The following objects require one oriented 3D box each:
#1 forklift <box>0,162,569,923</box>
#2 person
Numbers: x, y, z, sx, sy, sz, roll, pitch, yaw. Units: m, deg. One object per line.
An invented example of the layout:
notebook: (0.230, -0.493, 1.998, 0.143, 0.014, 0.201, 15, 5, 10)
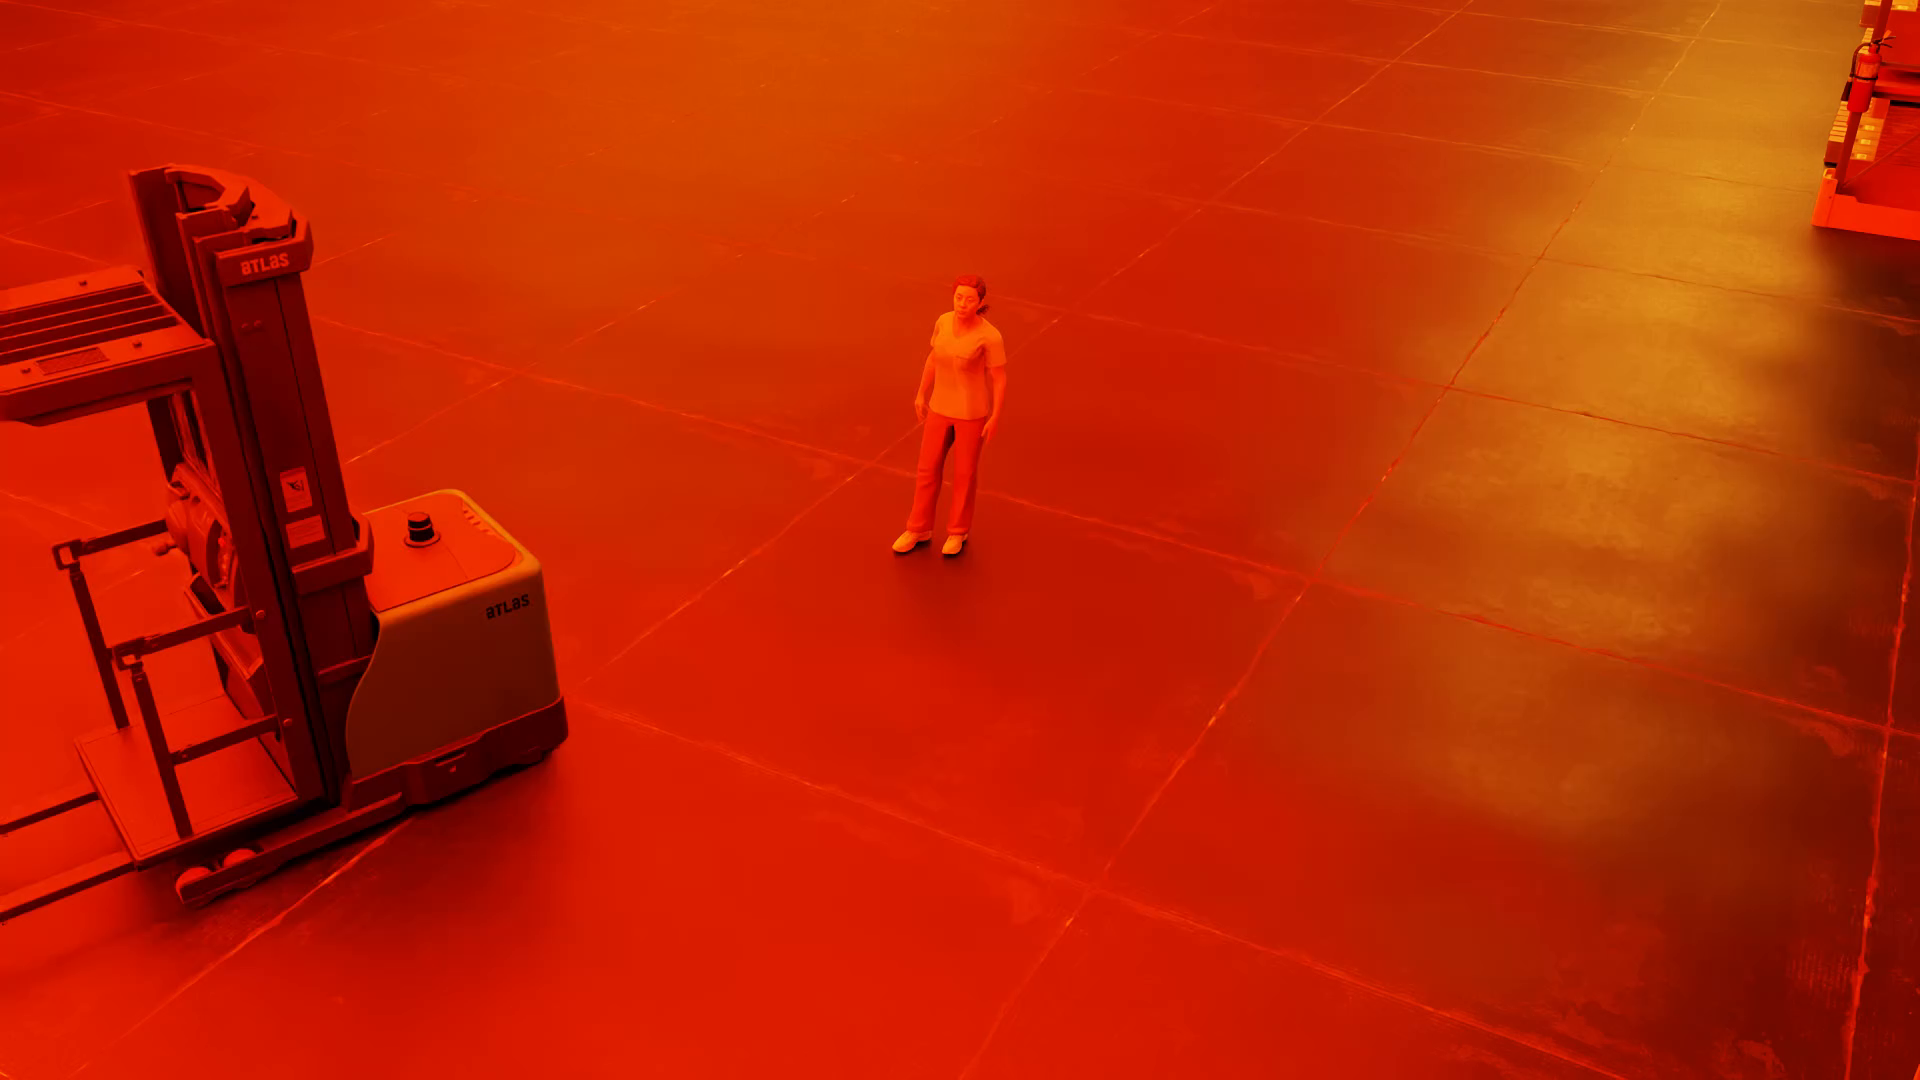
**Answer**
forklift: (-3.402, 0.025, 7.027, 3.031, 2.935, 1.130, -21, 36, -32)
person: (-0.046, -0.698, 9.532, 0.553, 1.663, 0.548, 15, 33, 25)
